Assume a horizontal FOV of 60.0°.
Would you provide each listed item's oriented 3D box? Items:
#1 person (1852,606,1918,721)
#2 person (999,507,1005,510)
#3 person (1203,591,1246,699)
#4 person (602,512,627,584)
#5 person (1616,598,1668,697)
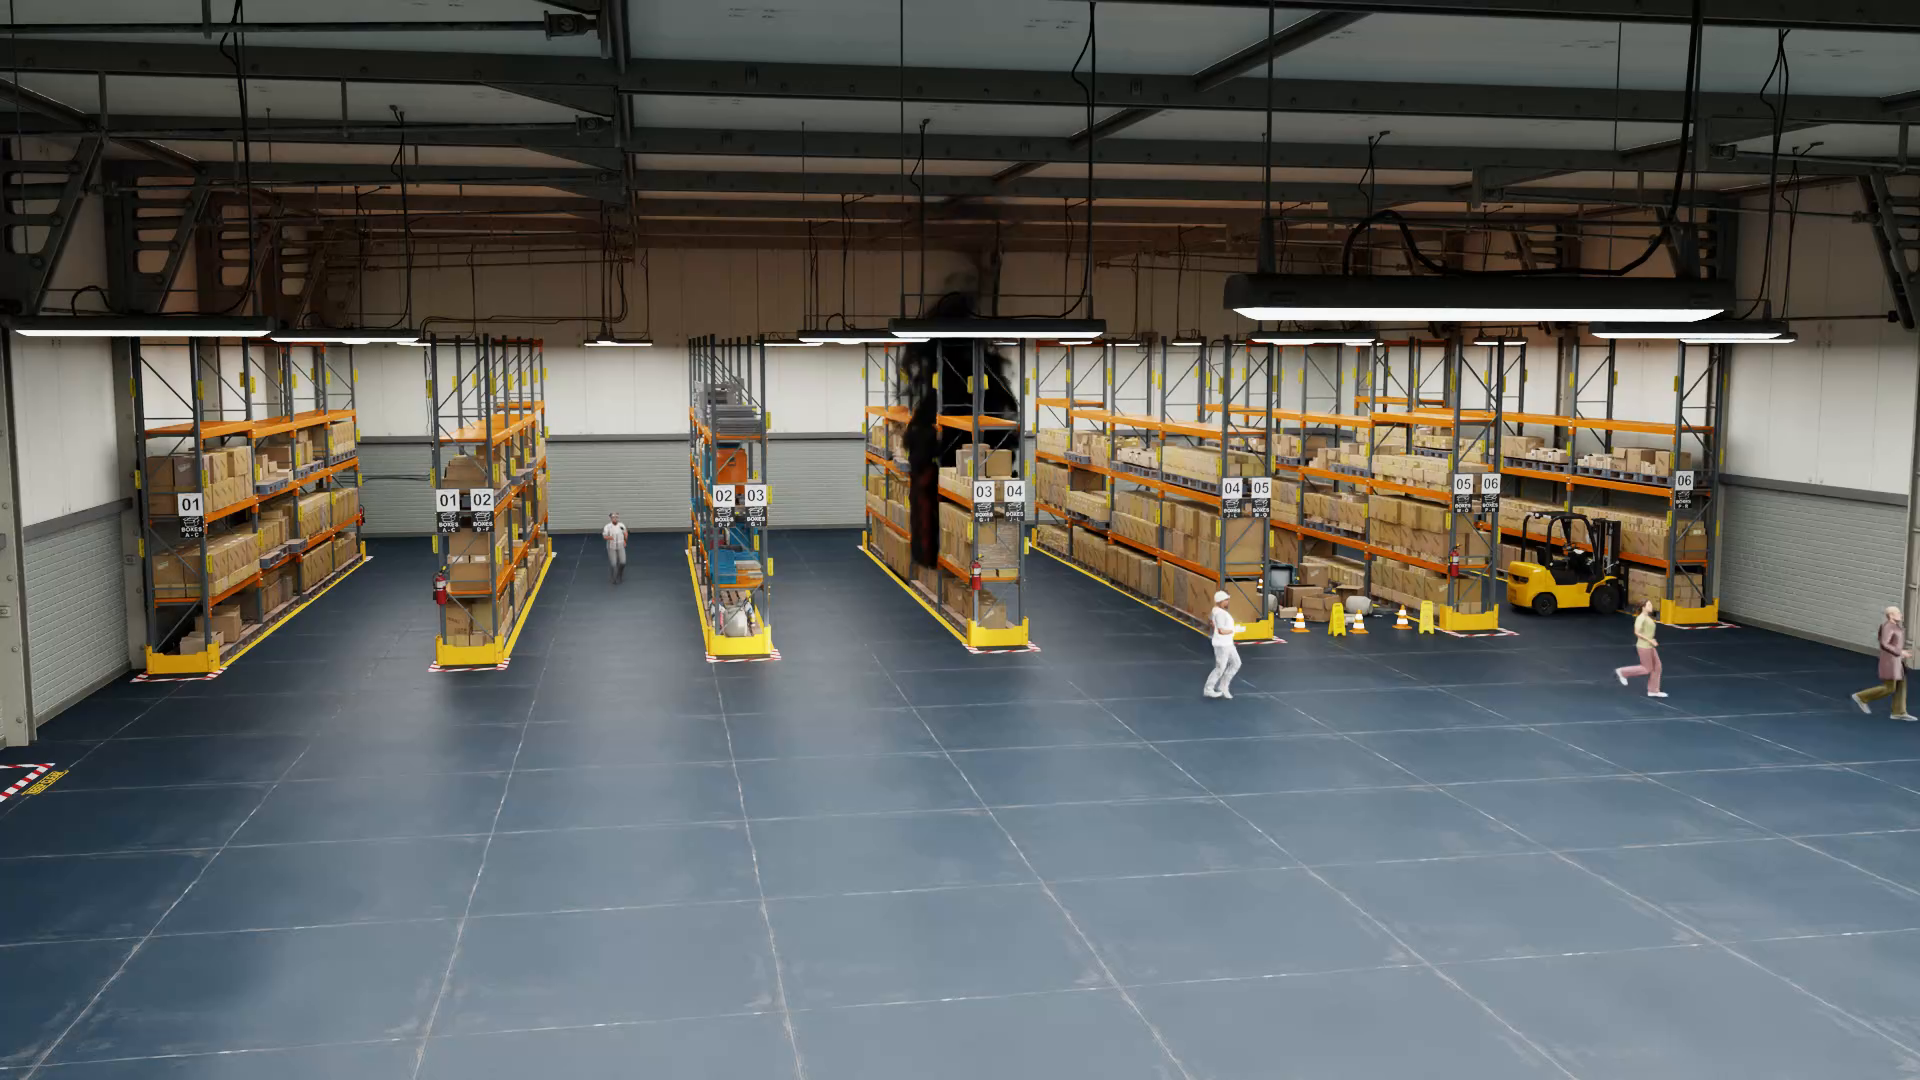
[{"bbox_3d":[14.343,1.896,25.712,0.913,1.757,0.725,4,8,34],"label":"person"},{"bbox_3d":[0.977,-0.561,47.902,0.703,1.592,0.521,0,7,-4],"label":"person"},{"bbox_3d":[4.338,1.734,27.188,0.685,1.807,0.659,2,7,16],"label":"person"},{"bbox_3d":[-8.394,0.204,40.661,0.645,1.784,0.651,-3,7,-22],"label":"person"},{"bbox_3d":[11.329,1.773,27.537,0.806,1.631,0.593,4,8,33],"label":"person"}]
